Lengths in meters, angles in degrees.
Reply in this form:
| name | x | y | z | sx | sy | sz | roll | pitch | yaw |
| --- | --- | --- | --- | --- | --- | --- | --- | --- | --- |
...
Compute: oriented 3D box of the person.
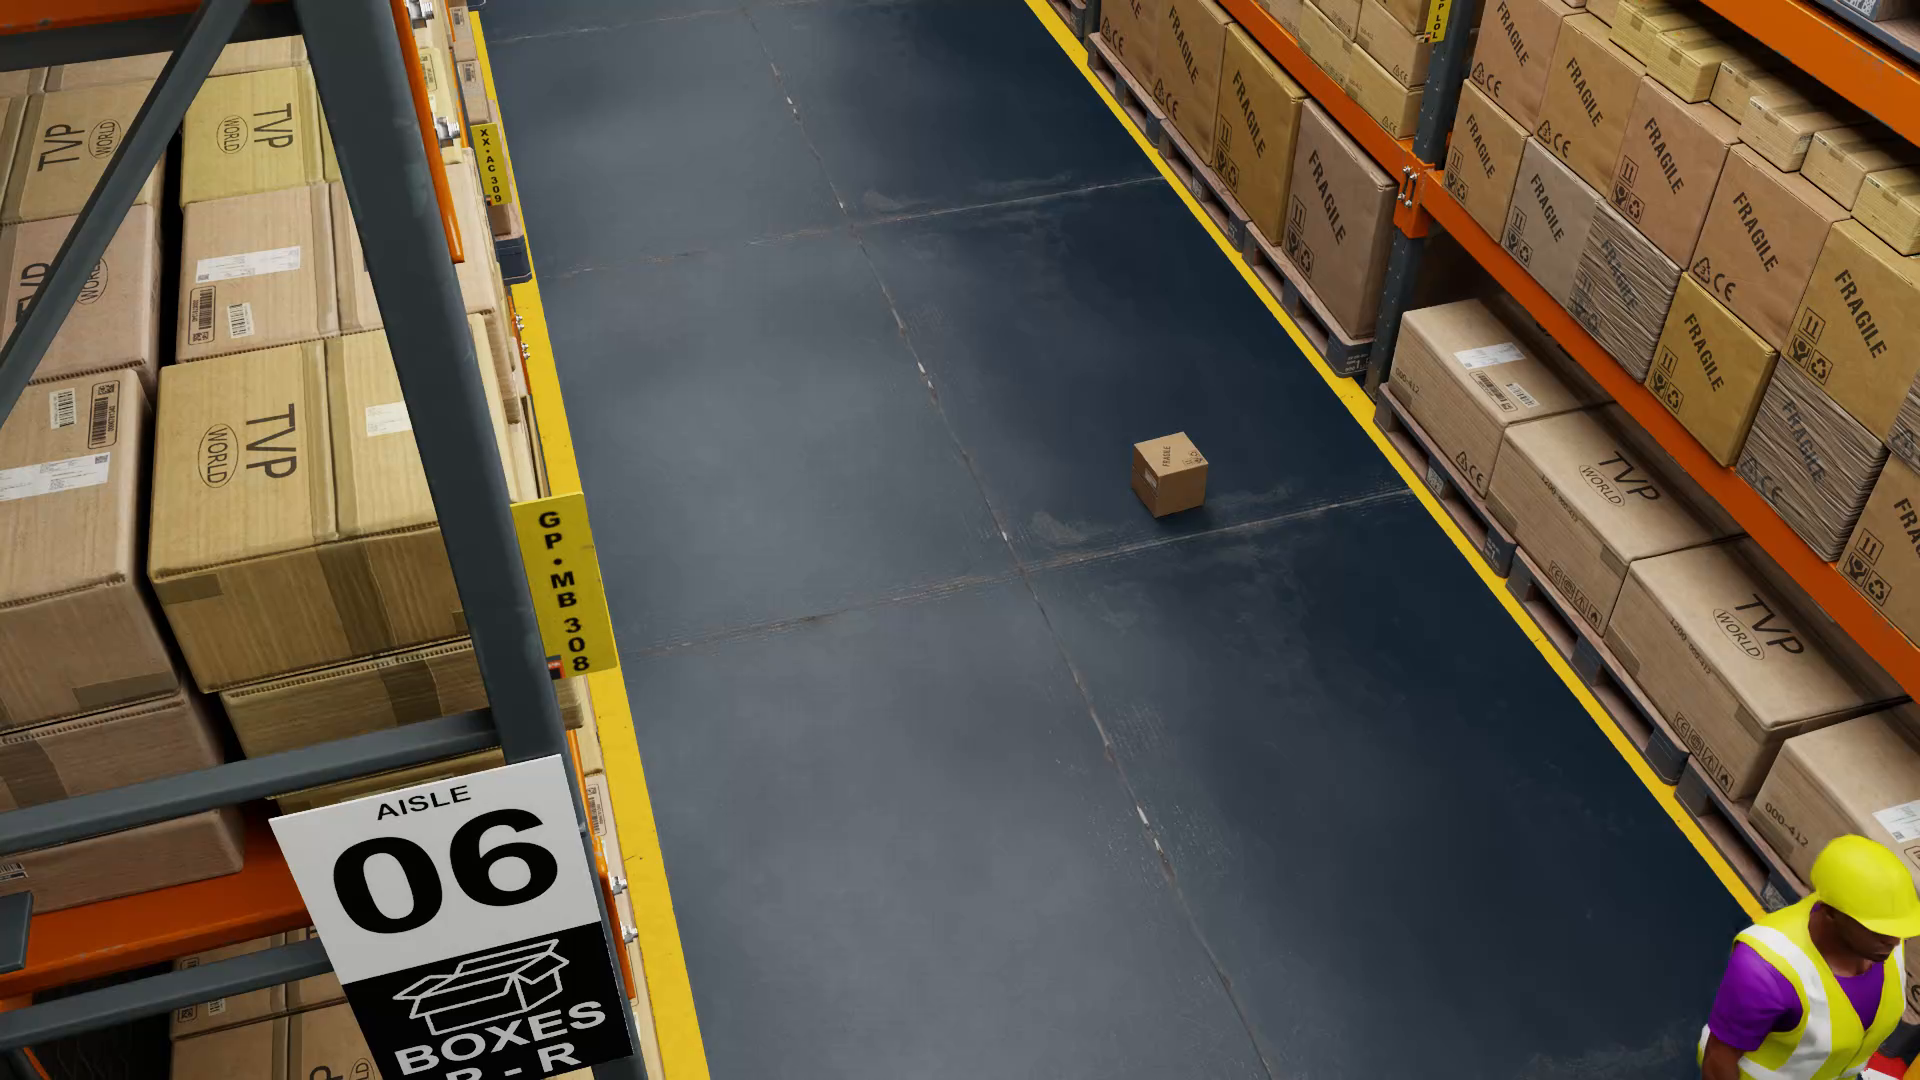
| name | x | y | z | sx | sy | sz | roll | pitch | yaw |
| --- | --- | --- | --- | --- | --- | --- | --- | --- | --- |
| person | 2.232 | 1.460 | 4.486 | 0.589 | 1.769 | 0.460 | -16 | 45 | -17 |
